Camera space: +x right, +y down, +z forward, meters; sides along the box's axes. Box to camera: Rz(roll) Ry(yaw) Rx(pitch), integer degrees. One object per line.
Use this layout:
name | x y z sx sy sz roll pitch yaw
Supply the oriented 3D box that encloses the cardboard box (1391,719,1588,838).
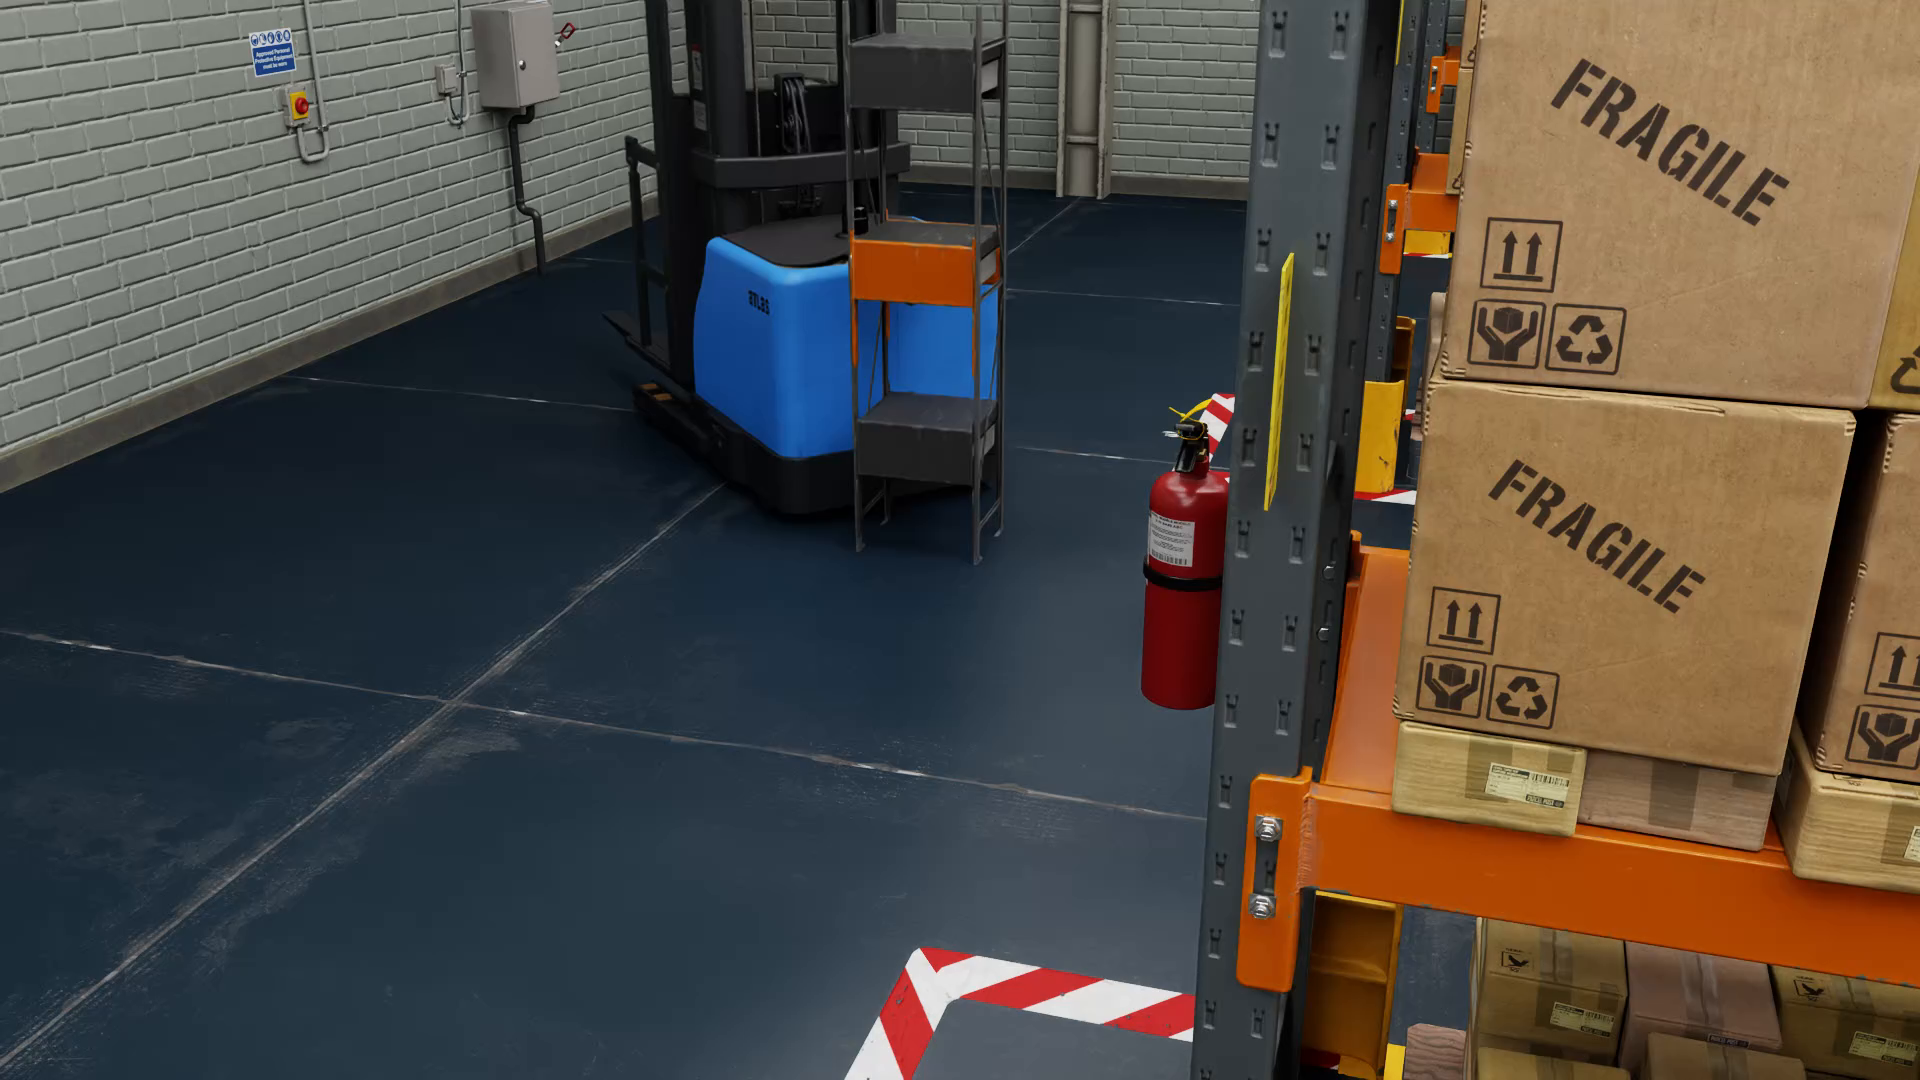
cardboard box | 0.790 0.269 2.493 0.250 0.149 0.380 6 23 15

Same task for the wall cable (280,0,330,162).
wall cable | -3.498 -2.906 8.521 0.123 1.953 0.585 7 23 16

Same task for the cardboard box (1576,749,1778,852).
cardboard box | 1.046 0.282 2.462 0.250 0.149 0.380 7 23 17

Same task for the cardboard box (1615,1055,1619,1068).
cardboard box | 1.397 0.988 3.221 0.250 0.149 0.380 6 23 14

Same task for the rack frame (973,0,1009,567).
rack frame | 0.116 -0.938 6.290 0.015 2.100 0.400 6 23 15

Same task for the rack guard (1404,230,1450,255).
rack guard | 3.411 -2.451 12.085 0.348 0.500 1.175 7 23 16

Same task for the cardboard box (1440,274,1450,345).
cardboard box | 1.079 -0.230 2.855 0.500 0.500 0.500 7 23 17

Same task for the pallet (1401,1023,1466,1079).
pallet | 1.415 1.398 3.083 1.213 0.211 1.003 7 23 16

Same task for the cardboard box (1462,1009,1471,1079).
cardboard box | 1.139 1.105 3.328 0.250 0.149 0.380 7 23 16

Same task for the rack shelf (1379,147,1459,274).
rack shelf | 3.822 -1.259 6.836 4.000 0.370 1.077 7 23 16

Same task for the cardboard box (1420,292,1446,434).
cardboard box | 2.568 -0.784 7.552 0.875 0.438 0.875 6 23 14

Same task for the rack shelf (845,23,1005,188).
rack shelf | -0.118 -1.599 6.093 0.480 0.518 0.431 6 23 15

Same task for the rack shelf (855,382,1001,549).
rack shelf | -0.118 -0.304 6.624 0.480 0.518 0.431 6 23 15

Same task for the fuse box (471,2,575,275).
fuse box | -2.751 -2.572 10.786 0.414 1.711 0.539 7 23 16

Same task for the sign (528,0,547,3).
sign | -2.807 -3.327 11.052 0.001 0.494 0.329 7 23 16

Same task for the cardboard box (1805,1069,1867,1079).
cardboard box | 1.660 0.996 3.201 0.250 0.149 0.380 6 23 13

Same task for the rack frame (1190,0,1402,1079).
rack frame | 0.574 -0.002 2.822 0.127 3.000 1.000 7 23 16

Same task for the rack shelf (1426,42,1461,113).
rack shelf | 5.253 -3.063 11.233 4.000 0.370 1.077 7 23 16

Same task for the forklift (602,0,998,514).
forklift | -0.974 -1.980 7.735 1.130 2.935 3.031 -12 25 -26

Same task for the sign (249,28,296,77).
sign | -3.570 -2.535 8.642 0.001 0.218 0.327 7 23 16

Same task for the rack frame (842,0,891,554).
rack frame | -0.353 -0.990 6.416 0.015 2.100 0.400 6 23 15

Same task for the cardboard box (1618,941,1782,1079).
cardboard box | 1.378 0.862 3.136 0.250 0.149 0.380 7 23 17

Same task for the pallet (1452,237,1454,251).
pallet | 4.174 -2.230 11.928 1.213 0.211 1.003 7 23 16

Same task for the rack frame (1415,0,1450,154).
rack frame | 3.338 -3.615 11.631 0.127 3.000 1.000 7 23 16

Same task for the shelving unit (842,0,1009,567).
shelving unit | -0.118 -0.964 6.353 0.503 2.100 0.431 6 23 15

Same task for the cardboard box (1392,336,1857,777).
cardboard box | 0.924 -0.036 2.382 0.500 0.500 0.500 8 24 18

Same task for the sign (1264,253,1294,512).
sign | 0.418 -0.205 2.177 0.005 0.325 0.100 7 23 16

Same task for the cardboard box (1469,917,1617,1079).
cardboard box | 1.162 0.939 3.339 0.250 0.149 0.380 6 23 14

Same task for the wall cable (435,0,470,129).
wall cable | -3.099 -3.408 9.786 0.122 1.984 0.588 7 23 16

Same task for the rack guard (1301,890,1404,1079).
rack guard | 0.647 1.163 3.276 0.348 0.500 1.175 7 23 16

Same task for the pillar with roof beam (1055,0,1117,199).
pillar with roof beam | -0.227 -5.450 8.198 0.400 9.000 9.100 7 23 16

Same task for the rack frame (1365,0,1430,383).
rack frame | 1.908 -1.811 7.234 0.127 3.000 1.000 7 23 16

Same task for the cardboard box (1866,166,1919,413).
cardboard box | 1.413 -0.450 2.073 0.500 0.500 0.500 7 23 17

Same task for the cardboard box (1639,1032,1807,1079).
cardboard box | 1.277 1.015 2.763 0.250 0.149 0.380 7 23 16

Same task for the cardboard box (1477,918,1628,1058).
cardboard box | 1.155 0.813 3.254 0.250 0.149 0.380 7 23 16

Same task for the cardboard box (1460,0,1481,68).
cardboard box | 2.285 -2.164 6.644 0.500 0.500 0.500 6 23 14

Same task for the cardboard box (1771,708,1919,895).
cardboard box | 1.288 0.331 2.342 0.250 0.149 0.380 6 23 14

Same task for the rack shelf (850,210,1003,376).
rack shelf | -0.118 -0.951 6.358 0.480 0.518 0.431 6 23 15

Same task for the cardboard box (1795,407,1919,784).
cardboard box | 1.444 0.013 2.262 0.500 0.500 0.500 7 23 16

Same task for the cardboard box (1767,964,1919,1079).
cardboard box | 1.663 0.844 3.179 0.250 0.149 0.380 6 23 14

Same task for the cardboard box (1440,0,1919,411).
cardboard box | 0.928 -0.503 2.202 0.500 0.500 0.500 6 23 15

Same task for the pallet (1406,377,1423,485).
pallet | 2.696 -0.462 7.619 1.213 0.211 1.003 7 23 16

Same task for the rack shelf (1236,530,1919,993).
rack shelf | 2.489 0.550 2.424 4.000 0.370 1.077 7 23 16

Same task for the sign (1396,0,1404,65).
sign | 1.742 -2.048 6.564 0.005 0.325 0.100 7 23 16

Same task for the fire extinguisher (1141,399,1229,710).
fire extinguisher | 0.467 0.011 3.384 0.183 0.674 0.296 7 23 16

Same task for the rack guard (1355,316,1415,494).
rack guard | 1.885 -0.658 7.714 0.348 0.500 1.175 7 23 16

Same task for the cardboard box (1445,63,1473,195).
cardboard box | 2.284 -1.701 6.832 0.500 0.500 0.500 6 23 15

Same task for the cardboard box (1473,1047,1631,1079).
cardboard box | 0.978 1.028 2.730 0.250 0.149 0.380 5 23 13
